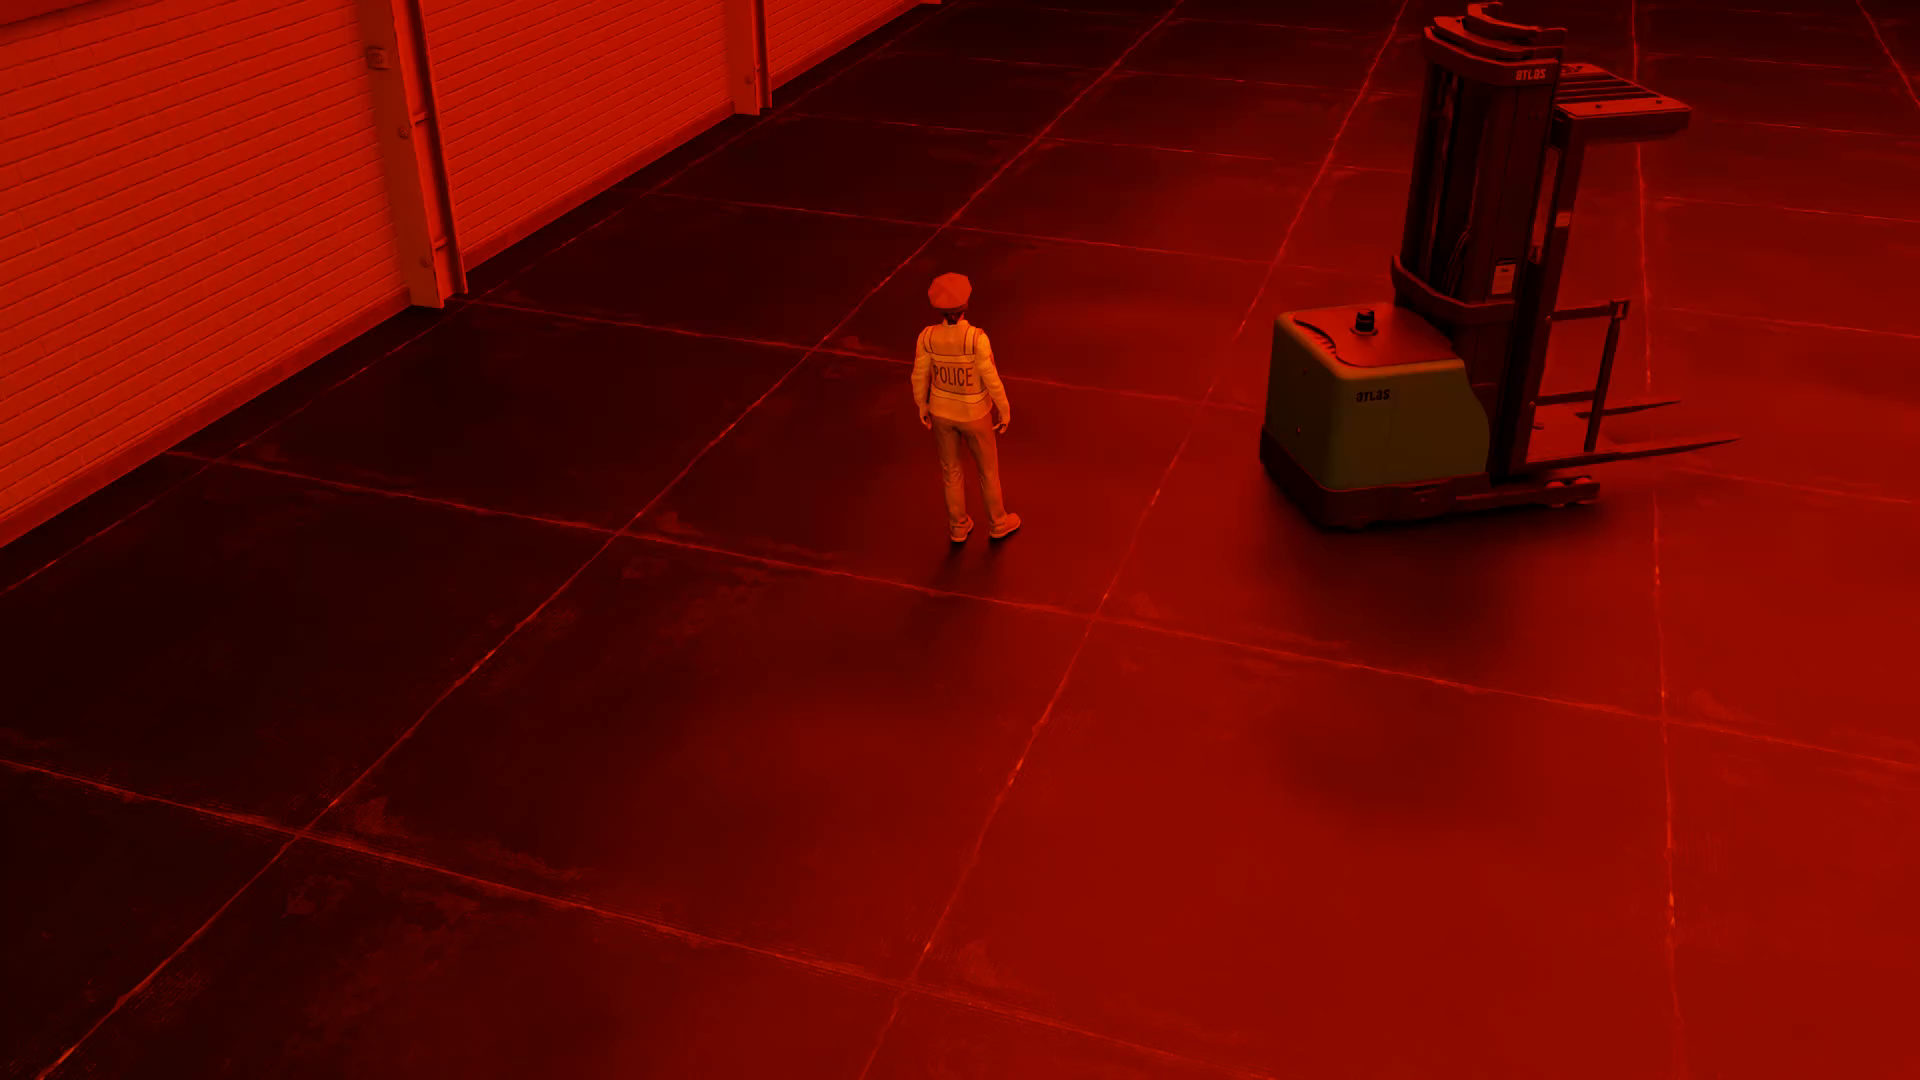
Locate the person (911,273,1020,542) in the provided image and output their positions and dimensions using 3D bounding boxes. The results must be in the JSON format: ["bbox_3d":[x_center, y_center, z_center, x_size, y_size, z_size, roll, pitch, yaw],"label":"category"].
[{"bbox_3d":[0.028,-0.773,9.726,0.587,1.696,0.534,10,31,16],"label":"person"}]

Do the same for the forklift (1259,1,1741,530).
[{"bbox_3d":[3.533,-1.720,10.155,3.031,2.935,1.130,-7,30,-12],"label":"forklift"}]
